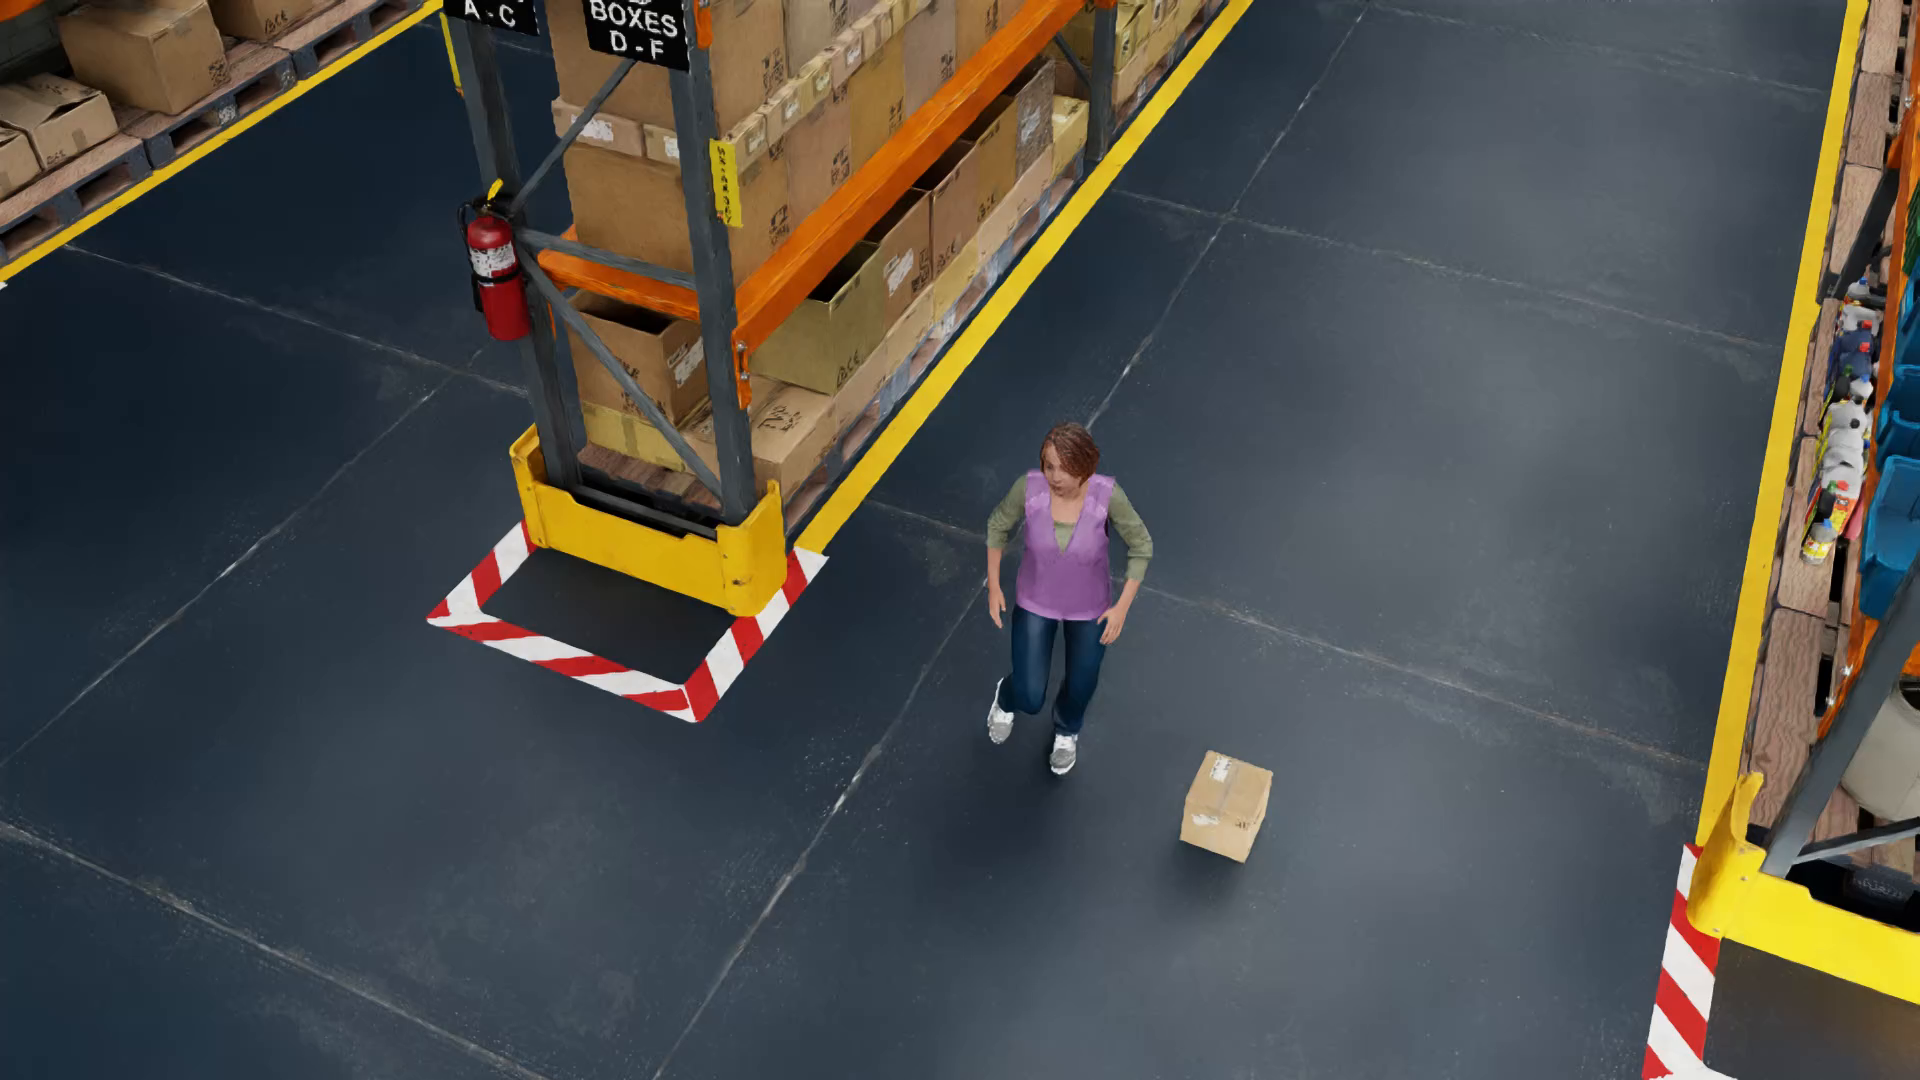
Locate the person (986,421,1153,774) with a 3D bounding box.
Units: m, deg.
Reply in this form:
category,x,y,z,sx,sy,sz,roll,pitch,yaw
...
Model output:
category,x,y,z,sx,sy,sz,roll,pitch,yaw
person,0.383,0.263,5.926,0.579,1.543,0.436,0,43,0
